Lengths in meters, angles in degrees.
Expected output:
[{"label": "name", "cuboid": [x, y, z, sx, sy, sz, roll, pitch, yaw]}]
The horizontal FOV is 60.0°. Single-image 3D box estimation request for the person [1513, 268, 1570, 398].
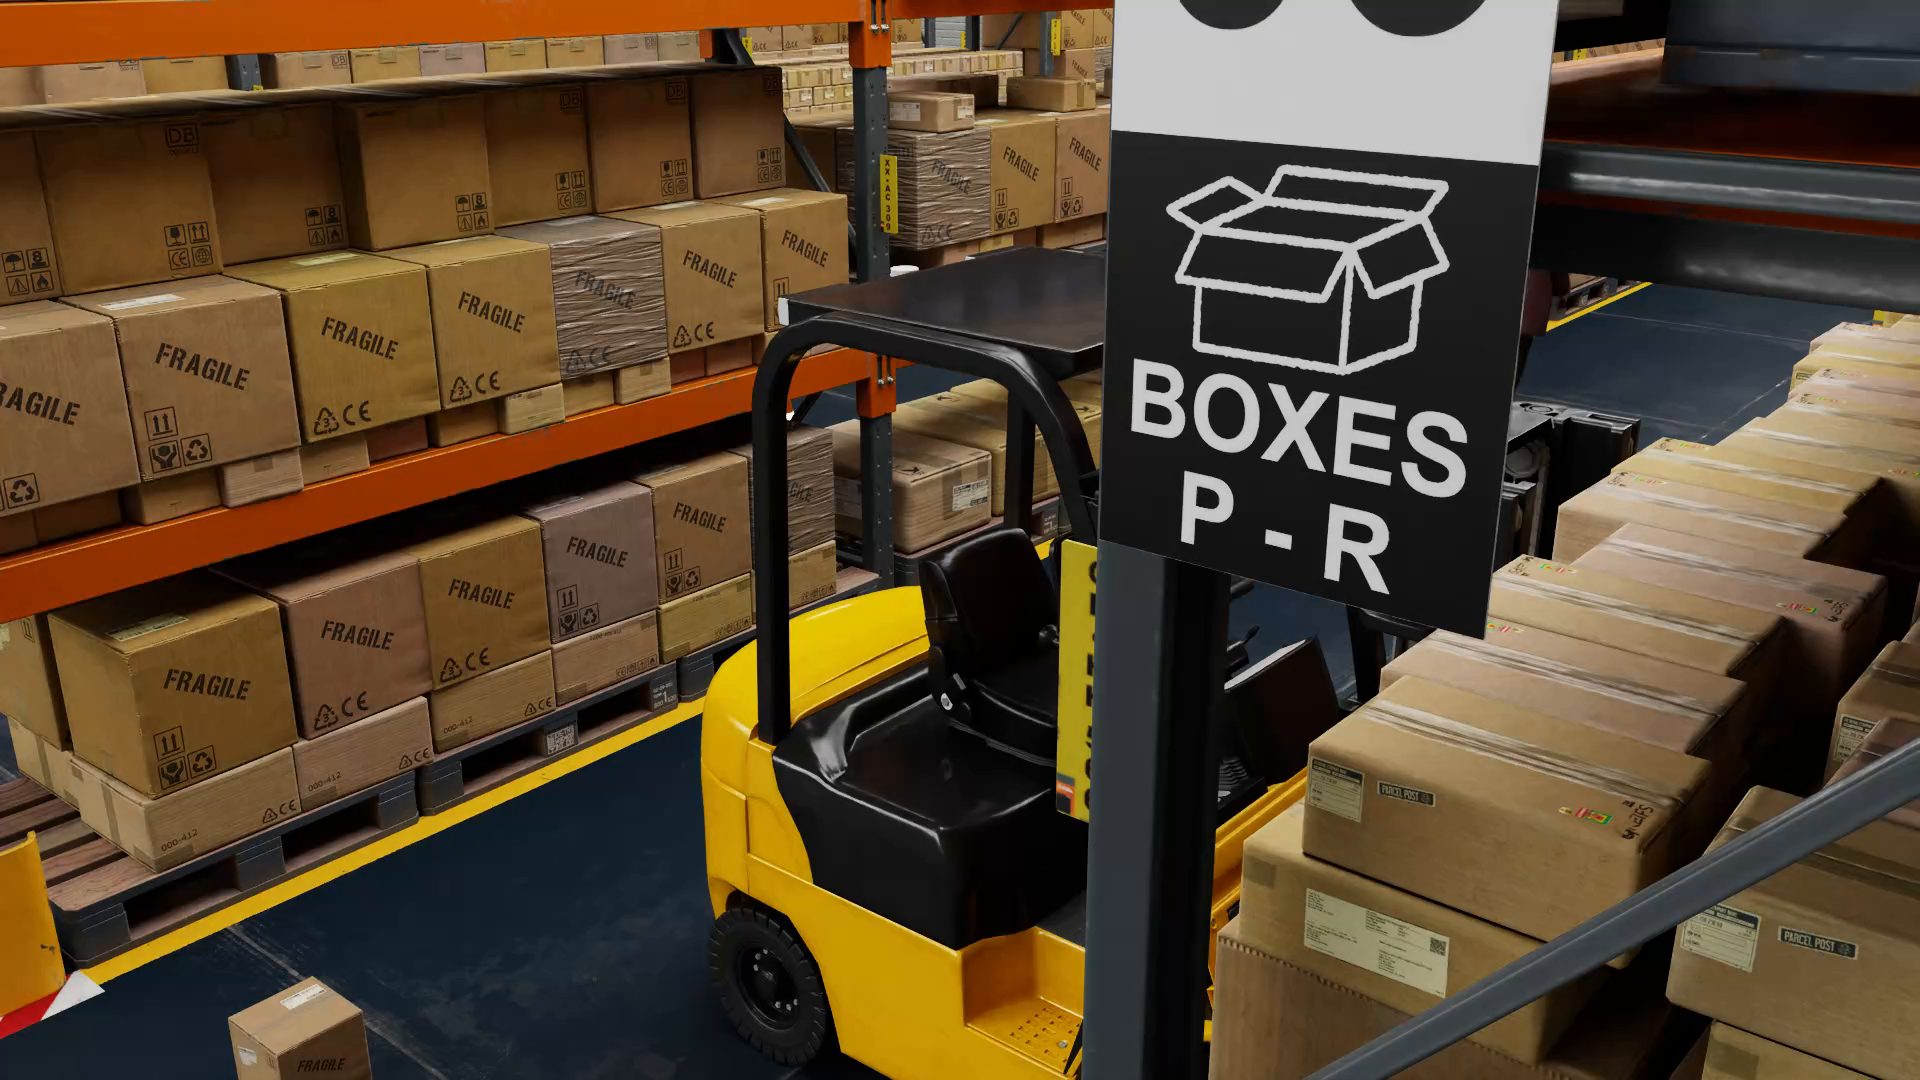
[{"label": "person", "cuboid": [3.426, -1.474, 10.211, 0.572, 1.839, 0.738, 15, 25, 35]}]
